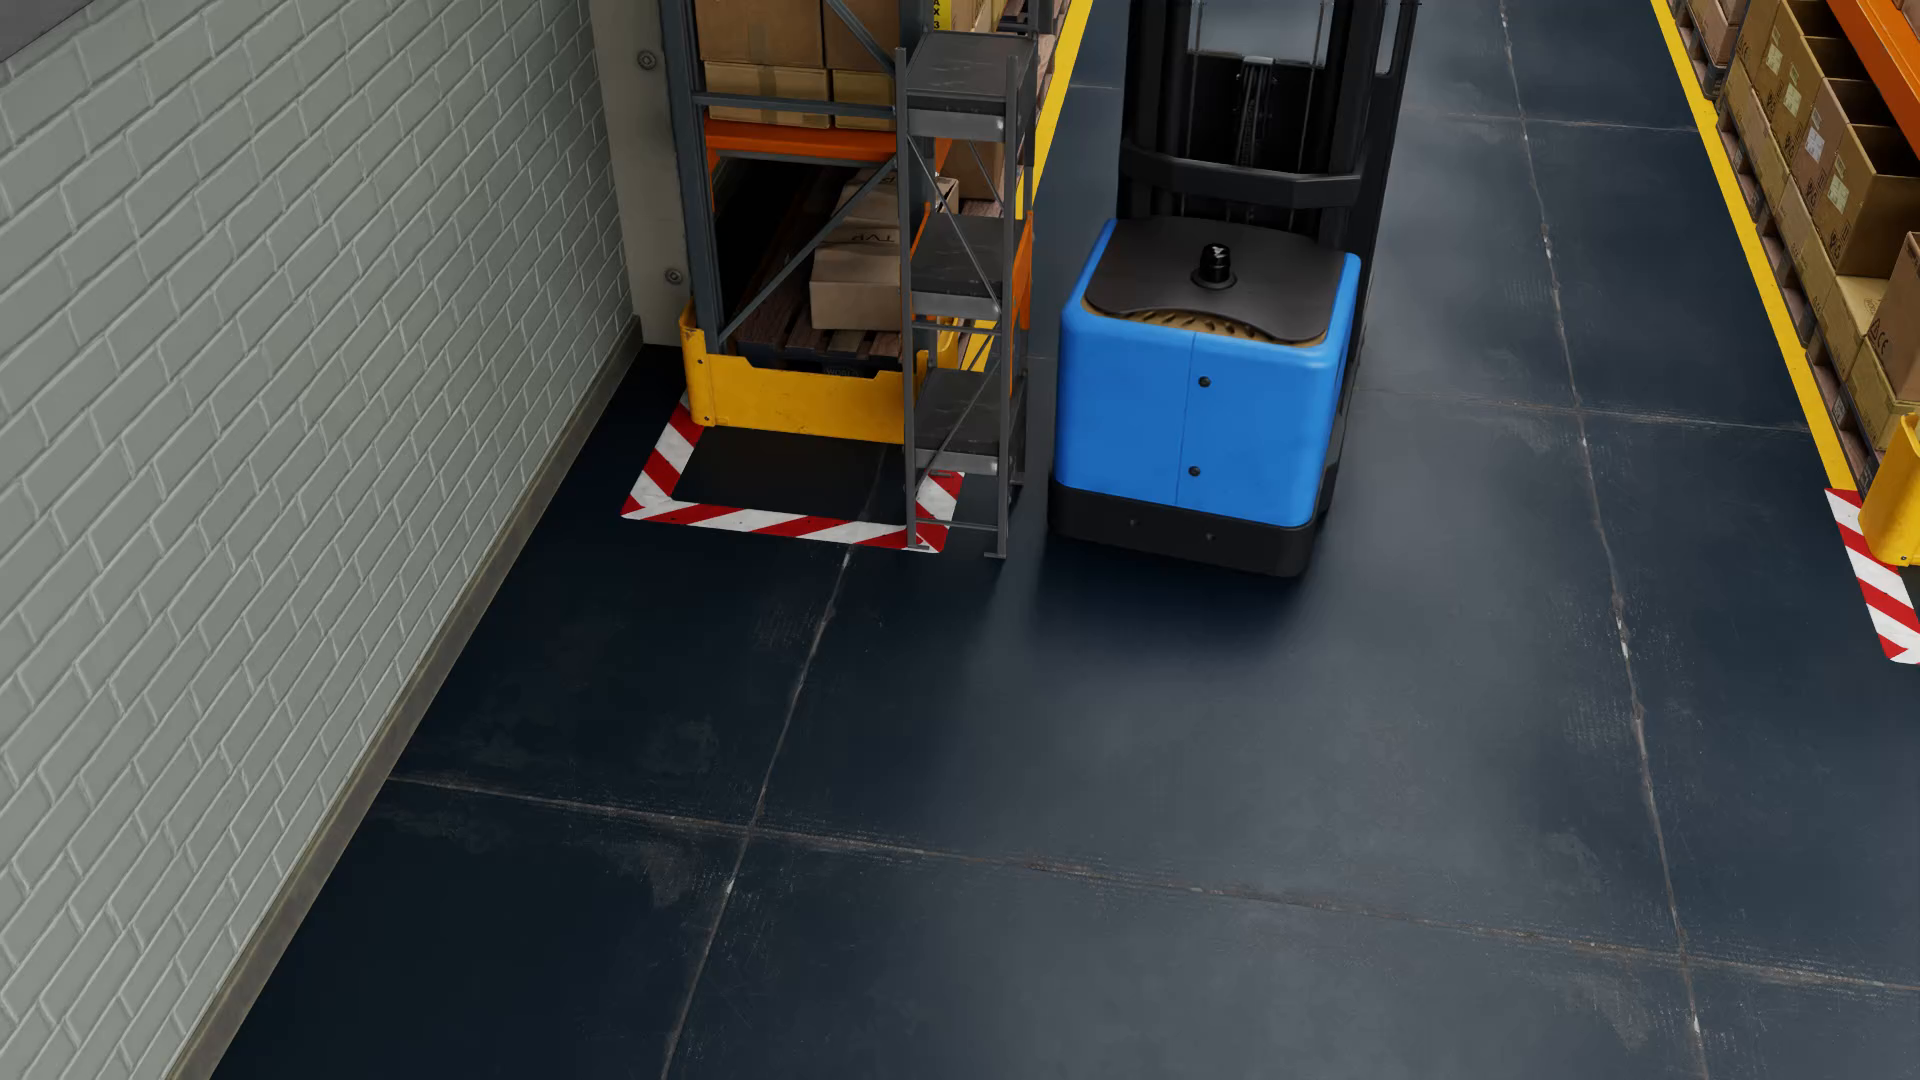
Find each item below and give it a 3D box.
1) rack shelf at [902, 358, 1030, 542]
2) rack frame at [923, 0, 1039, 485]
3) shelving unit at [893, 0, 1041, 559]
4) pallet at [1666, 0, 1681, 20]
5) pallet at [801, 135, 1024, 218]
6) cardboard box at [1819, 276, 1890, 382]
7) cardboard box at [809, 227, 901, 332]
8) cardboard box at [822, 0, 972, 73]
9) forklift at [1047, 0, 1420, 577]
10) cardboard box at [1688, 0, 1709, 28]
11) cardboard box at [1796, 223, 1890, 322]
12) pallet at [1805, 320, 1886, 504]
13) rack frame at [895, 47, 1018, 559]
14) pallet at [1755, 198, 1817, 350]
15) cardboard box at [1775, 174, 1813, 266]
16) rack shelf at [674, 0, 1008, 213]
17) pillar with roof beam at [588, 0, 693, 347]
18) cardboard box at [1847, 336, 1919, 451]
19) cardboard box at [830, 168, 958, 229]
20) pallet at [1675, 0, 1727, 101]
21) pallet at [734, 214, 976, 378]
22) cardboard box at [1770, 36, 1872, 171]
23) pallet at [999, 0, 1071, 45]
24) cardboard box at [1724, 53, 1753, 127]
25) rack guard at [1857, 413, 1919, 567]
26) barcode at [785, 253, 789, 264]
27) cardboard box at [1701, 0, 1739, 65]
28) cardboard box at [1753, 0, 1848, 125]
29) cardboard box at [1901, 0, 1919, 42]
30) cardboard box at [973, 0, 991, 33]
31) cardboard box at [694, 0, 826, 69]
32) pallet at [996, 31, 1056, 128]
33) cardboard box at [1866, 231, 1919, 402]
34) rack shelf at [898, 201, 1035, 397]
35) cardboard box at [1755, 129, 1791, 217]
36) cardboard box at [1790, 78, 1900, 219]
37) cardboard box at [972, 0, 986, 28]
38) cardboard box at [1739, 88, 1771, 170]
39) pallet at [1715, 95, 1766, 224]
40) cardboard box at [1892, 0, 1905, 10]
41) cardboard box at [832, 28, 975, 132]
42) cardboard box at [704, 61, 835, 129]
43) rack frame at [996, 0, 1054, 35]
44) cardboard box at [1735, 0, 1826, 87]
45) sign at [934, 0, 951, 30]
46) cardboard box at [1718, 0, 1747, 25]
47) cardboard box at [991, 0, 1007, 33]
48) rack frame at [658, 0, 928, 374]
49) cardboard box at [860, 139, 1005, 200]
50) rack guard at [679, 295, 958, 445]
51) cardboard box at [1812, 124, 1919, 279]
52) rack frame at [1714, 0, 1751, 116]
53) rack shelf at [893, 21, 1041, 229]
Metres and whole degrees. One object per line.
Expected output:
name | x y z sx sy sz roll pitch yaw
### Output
rack shelf | 0.029 -0.363 6.661 0.431 0.518 0.480 6 40 8
rack frame | 0.071 -1.066 6.392 0.400 2.100 0.015 6 40 8
shelving unit | 0.029 -0.913 6.206 0.431 2.100 0.503 6 40 8
pallet | 5.251 -3.794 11.173 1.003 0.211 1.213 6 40 8
pallet | -0.216 -1.910 8.894 1.003 0.211 1.213 6 40 8
cardboard box | 4.138 -0.910 7.325 0.500 0.250 0.500 6 40 8
cardboard box | -0.410 -1.225 7.643 0.500 0.311 0.500 2 40 3
cardboard box | -0.240 -2.173 6.538 0.500 0.500 0.500 6 40 8
forklift | 1.269 -1.932 6.787 1.130 2.935 3.031 11 41 13
cardboard box | 4.829 -3.346 10.271 0.500 0.250 0.500 6 40 7
cardboard box | 4.223 -1.224 7.705 0.500 0.250 0.500 6 40 8
pallet | 4.352 -0.534 7.230 1.003 0.211 1.213 6 40 8
rack frame | -0.013 -0.760 6.021 0.400 2.100 0.015 6 40 8
pallet | 4.566 -1.297 8.153 1.003 0.211 1.213 6 40 8
cardboard box | 4.311 -1.538 8.084 0.500 0.250 0.500 6 40 8
rack shelf | -0.272 -2.646 8.160 1.077 0.370 4.000 6 40 8
pillar with roof beam | 2.891 -4.040 4.574 9.100 9.000 0.400 6 40 8
cardboard box | 4.063 -0.595 6.944 0.500 0.250 0.500 6 40 8
cardboard box | -0.311 -1.583 8.075 0.500 0.311 0.500 10 41 11
pallet | 5.043 -3.026 10.244 1.003 0.211 1.213 6 40 8
pallet | -0.430 -1.147 7.971 1.003 0.211 1.213 6 40 8
cardboard box | 4.392 -2.141 8.225 0.500 0.500 0.500 6 40 8
pallet | 0.207 -3.592 10.929 1.003 0.211 1.213 6 40 8
cardboard box | 4.575 -2.479 9.222 0.500 0.250 0.500 6 40 8
rack guard | 4.257 -0.145 6.533 1.175 0.500 0.348 6 40 8
barcode | -0.801 -1.284 7.707 0.001 0.075 0.075 6 40 8
cardboard box | 4.740 -3.028 9.887 0.500 0.250 0.500 6 40 7
cardboard box | 4.486 -2.454 8.604 0.500 0.500 0.500 6 40 8
cardboard box | 4.620 -2.426 7.251 0.700 0.500 0.500 8 40 9
cardboard box | -0.145 -2.216 7.178 0.500 0.250 0.500 5 40 6
cardboard box | -0.746 -2.226 6.602 0.500 0.500 0.500 6 40 7
pallet | -0.007 -2.678 9.823 1.003 0.211 1.213 6 40 8
cardboard box | 4.061 -0.884 6.705 0.500 0.500 0.500 6 40 8
rack shelf | 0.029 -0.903 6.215 0.431 0.518 0.480 6 40 8
cardboard box | 4.392 -1.852 8.464 0.500 0.250 0.500 6 40 8
cardboard box | 4.307 -1.827 7.846 0.500 0.500 0.500 6 40 8
cardboard box | -0.144 -2.482 6.912 0.500 0.500 0.500 7 40 8
cardboard box | 4.483 -2.165 8.843 0.500 0.250 0.500 6 40 8
pallet | 4.775 -2.065 9.082 1.003 0.211 1.213 6 40 8
cardboard box | 4.707 -2.747 7.640 0.700 0.500 0.500 7 40 8
cardboard box | -0.221 -1.889 6.782 0.500 0.250 0.500 5 40 6
cardboard box | -0.728 -1.932 6.835 0.500 0.250 0.500 7 40 8
rack frame | 0.074 -4.178 9.449 1.000 3.000 0.127 6 40 8
cardboard box | 4.565 -2.769 8.985 0.500 0.500 0.500 6 40 8
sign | -0.084 -1.942 6.065 0.100 0.325 0.005 6 40 8
cardboard box | 4.741 -3.238 9.701 0.500 0.311 0.500 6 40 8
cardboard box | -0.051 -2.535 7.564 0.500 0.250 0.500 6 40 7
rack frame | -0.618 -1.668 6.413 1.000 3.000 0.127 6 40 8
cardboard box | -0.135 -2.111 8.565 0.700 0.500 0.500 4 40 5
rack guard | -0.605 -0.752 7.267 1.175 0.500 0.348 6 40 8
cardboard box | 4.220 -1.513 7.466 0.500 0.500 0.500 6 40 8
rack frame | 4.954 -3.634 8.791 1.000 3.000 0.127 6 40 8
rack shelf | 0.029 -1.442 5.769 0.431 0.518 0.480 6 40 8
